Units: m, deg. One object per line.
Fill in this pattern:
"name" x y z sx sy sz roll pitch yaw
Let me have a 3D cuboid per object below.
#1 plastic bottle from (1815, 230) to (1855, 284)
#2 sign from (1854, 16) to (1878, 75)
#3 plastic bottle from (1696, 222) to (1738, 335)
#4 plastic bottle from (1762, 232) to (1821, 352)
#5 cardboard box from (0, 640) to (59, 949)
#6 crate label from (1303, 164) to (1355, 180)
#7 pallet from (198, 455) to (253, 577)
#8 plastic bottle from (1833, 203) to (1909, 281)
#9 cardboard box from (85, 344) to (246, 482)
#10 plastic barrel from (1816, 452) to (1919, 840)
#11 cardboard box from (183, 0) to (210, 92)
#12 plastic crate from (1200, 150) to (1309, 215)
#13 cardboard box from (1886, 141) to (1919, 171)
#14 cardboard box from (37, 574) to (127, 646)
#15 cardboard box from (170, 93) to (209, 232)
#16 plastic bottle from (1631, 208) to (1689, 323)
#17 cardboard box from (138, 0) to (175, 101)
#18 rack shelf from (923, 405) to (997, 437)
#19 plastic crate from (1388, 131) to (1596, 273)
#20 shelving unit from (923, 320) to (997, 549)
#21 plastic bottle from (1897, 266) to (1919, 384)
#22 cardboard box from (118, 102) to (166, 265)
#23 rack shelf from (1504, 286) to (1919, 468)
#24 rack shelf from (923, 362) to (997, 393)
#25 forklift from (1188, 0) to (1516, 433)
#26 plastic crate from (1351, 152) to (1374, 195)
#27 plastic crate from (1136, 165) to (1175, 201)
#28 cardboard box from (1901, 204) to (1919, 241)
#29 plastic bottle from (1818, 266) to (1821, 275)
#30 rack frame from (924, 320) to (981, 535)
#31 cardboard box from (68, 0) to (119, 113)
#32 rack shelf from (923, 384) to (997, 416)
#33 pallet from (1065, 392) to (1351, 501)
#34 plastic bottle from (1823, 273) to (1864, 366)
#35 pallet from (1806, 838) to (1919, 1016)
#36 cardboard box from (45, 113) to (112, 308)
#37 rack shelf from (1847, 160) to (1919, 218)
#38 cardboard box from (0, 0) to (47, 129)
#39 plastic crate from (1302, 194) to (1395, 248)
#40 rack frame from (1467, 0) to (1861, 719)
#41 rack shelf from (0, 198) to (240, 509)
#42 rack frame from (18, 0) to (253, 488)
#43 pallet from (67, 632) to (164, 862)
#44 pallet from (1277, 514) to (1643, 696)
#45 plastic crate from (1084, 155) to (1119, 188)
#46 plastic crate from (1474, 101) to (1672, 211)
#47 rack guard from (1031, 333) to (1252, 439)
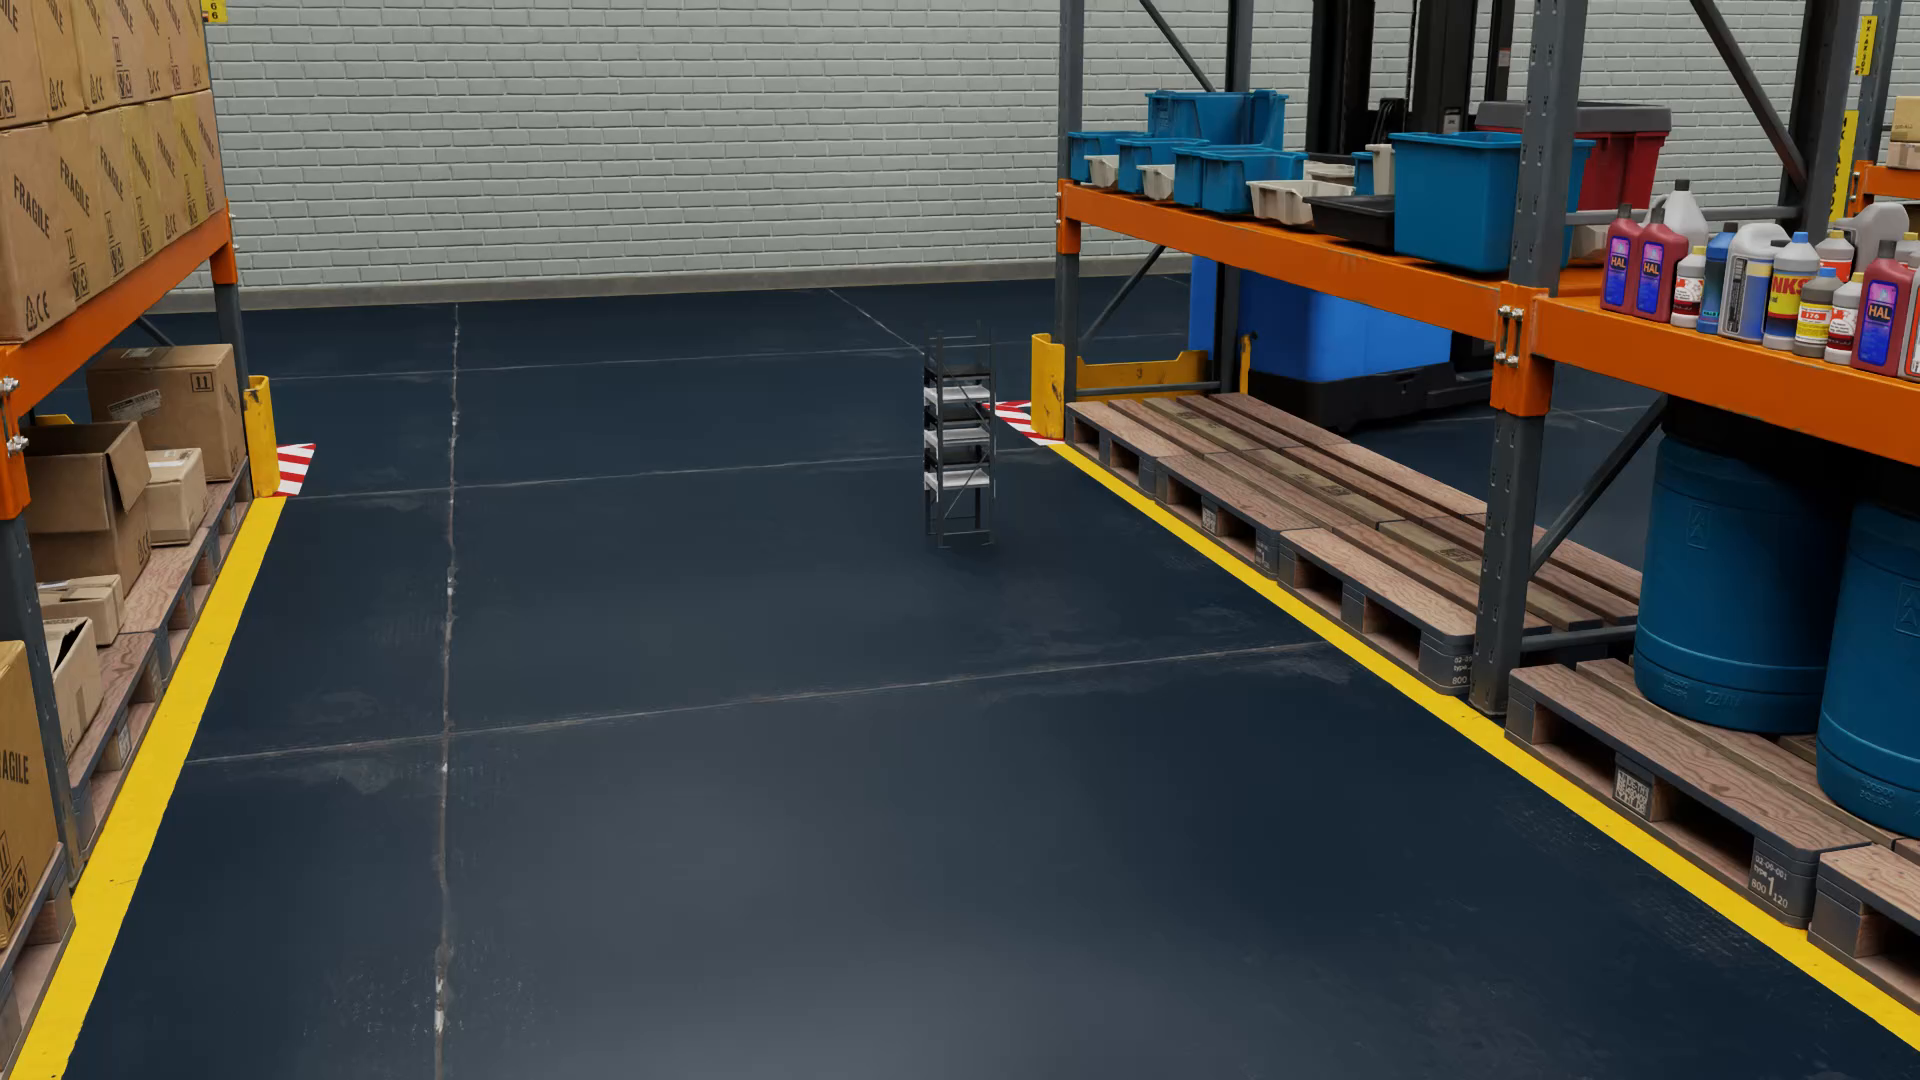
"plastic bottle" 2.398 -0.748 4.574 0.097 0.201 0.097 0 17 0
"sign" 5.221 -2.850 9.584 0.100 0.325 0.005 -5 17 -15
"plastic bottle" 1.897 -0.651 4.128 0.097 0.271 0.097 0 17 0
"plastic bottle" 1.961 -0.587 3.914 0.097 0.271 0.097 0 17 0
"cardboard box" -2.259 0.549 3.490 0.500 0.500 0.500 -5 17 -16
"crate label" 1.558 -1.583 7.362 0.396 0.136 0.243 -5 17 -15
"pallet" -3.529 -0.081 6.854 1.003 0.211 1.213 -5 17 -15
"plastic bottle" 2.513 -0.799 4.613 0.152 0.276 0.135 -5 17 -15
"cardboard box" -3.383 -0.540 7.117 0.500 0.500 0.500 -5 17 -15
"plastic barrel" 2.421 0.210 3.957 0.600 0.901 0.708 -5 17 -15
"cardboard box" -3.383 -2.083 6.761 0.500 0.500 0.500 -5 17 -16
"plastic crate" 1.190 -1.455 6.769 0.416 0.233 0.300 -5 17 -15
"cardboard box" 5.537 -2.195 9.483 0.380 0.149 0.250 -4 17 -15
"cardboard box" -2.825 0.223 5.155 0.380 0.166 0.250 -5 17 -15
"cardboard box" -3.239 -1.460 6.424 0.500 0.500 0.500 -5 17 -15
"plastic bottle" 1.821 -0.714 4.317 0.061 0.283 0.133 -5 17 -15
"cardboard box" -3.096 -1.800 5.819 0.500 0.500 0.500 -4 17 -14
"rack shelf" -0.002 -0.488 6.814 0.258 0.077 0.200 -5 17 -15
"plastic crate" 1.637 -1.065 5.207 0.392 0.384 0.575 -5 17 -15
"shelving unit" -0.002 -0.433 6.830 0.258 0.900 0.210 -5 17 -15
"plastic bottle" 2.109 -0.468 3.512 0.152 0.276 0.135 -5 17 -15
"cardboard box" -2.968 -1.182 5.499 0.500 0.500 0.500 -5 17 -16
"rack shelf" 2.643 -0.044 3.135 1.077 0.370 4.000 -5 17 -15
"rack shelf" -0.002 -0.660 6.762 0.258 0.077 0.200 -5 17 -15
"forklift" 2.760 -2.281 9.450 3.031 2.935 1.130 -12 20 -34
"plastic crate" 1.805 -1.449 6.748 0.416 0.233 0.300 -5 17 -15
"plastic crate" 0.941 -1.573 7.330 0.250 0.136 0.298 -5 17 -15
"cardboard box" 6.009 -1.453 9.537 0.875 0.875 0.875 -5 17 -15
"plastic bottle" 2.070 -0.602 4.088 0.097 0.201 0.097 0 17 0
"rack frame" -0.030 -0.461 6.924 0.240 0.900 0.006 -5 17 -15
"cardboard box" -2.812 -1.515 4.871 0.500 0.500 0.500 -5 17 -17
"rack shelf" -0.002 -0.574 6.788 0.258 0.077 0.200 -5 17 -15
"pallet" 1.184 -0.482 8.188 1.003 0.211 1.213 -5 17 -15
"plastic bottle" 2.014 -0.499 3.745 0.097 0.201 0.097 0 17 0
"pallet" 2.604 0.949 3.427 1.003 0.211 1.213 -5 17 -15
"cardboard box" -2.692 -0.903 4.570 0.500 0.500 0.500 -4 17 -14
"rack shelf" 6.306 -1.542 8.122 1.077 0.370 4.000 -5 17 -15
"cardboard box" -2.529 -1.231 3.923 0.500 0.500 0.500 -4 17 -14
"plastic crate" 1.528 -1.127 5.864 0.437 0.125 0.590 -5 17 -15
"rack frame" 2.094 -0.942 4.873 1.000 3.000 0.127 -5 17 -15
"rack shelf" -3.220 -0.760 5.518 1.077 0.370 4.000 -5 17 -15
"rack frame" -3.769 -1.658 7.256 1.000 3.000 0.127 -5 17 -15
"pallet" -2.858 0.594 4.607 1.003 0.211 1.213 -5 17 -15
"pallet" 1.854 0.193 5.941 1.003 0.211 1.213 -5 17 -15
"plastic crate" 0.754 -1.761 7.955 0.250 0.136 0.298 -5 17 -15
"plastic crate" 2.089 -1.268 5.744 0.402 0.464 0.583 -5 17 -15
"rack guard" 0.975 -0.857 8.935 1.175 0.500 0.348 -5 17 -15
